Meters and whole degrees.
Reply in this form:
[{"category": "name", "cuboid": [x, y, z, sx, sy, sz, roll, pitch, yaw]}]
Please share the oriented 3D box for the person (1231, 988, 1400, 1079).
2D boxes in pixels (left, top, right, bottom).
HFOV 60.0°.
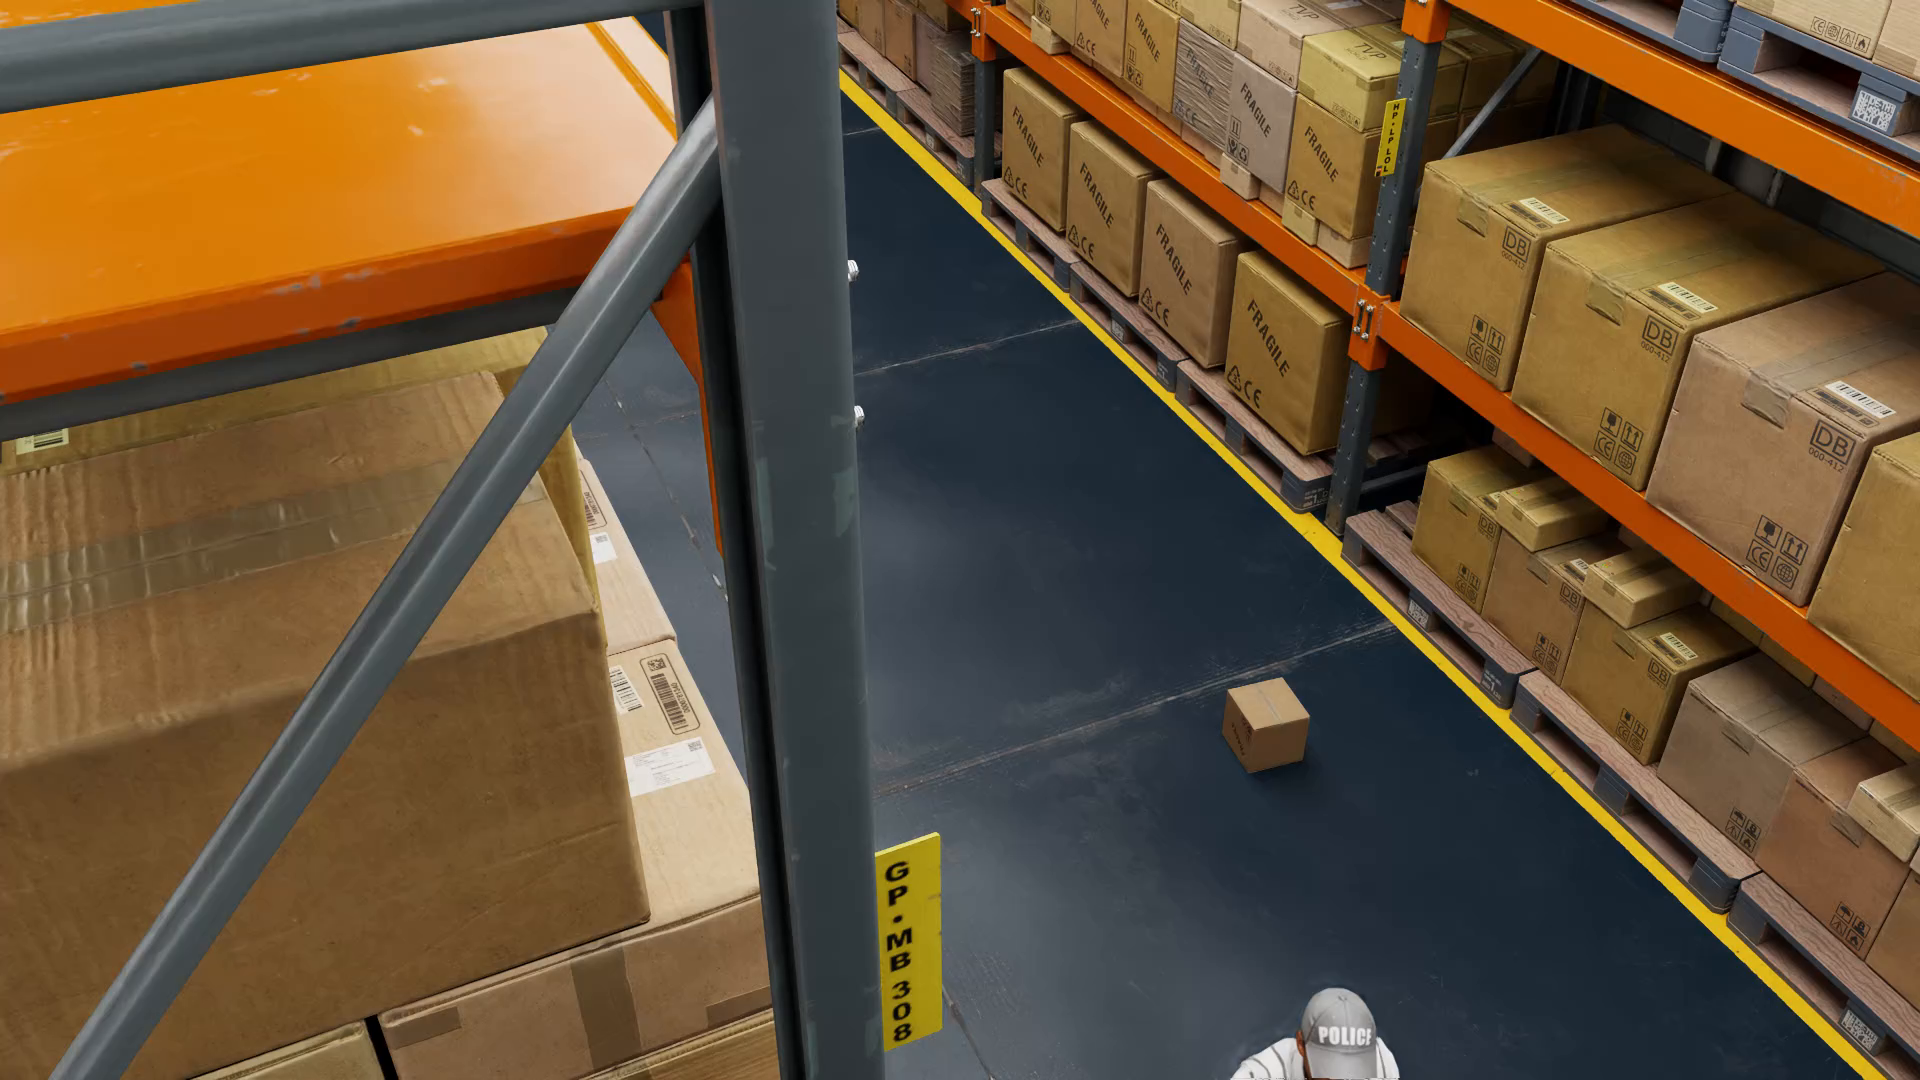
[{"category": "person", "cuboid": [0.894, 1.777, 4.327, 0.529, 1.633, 0.934, -2, 38, -3]}]
